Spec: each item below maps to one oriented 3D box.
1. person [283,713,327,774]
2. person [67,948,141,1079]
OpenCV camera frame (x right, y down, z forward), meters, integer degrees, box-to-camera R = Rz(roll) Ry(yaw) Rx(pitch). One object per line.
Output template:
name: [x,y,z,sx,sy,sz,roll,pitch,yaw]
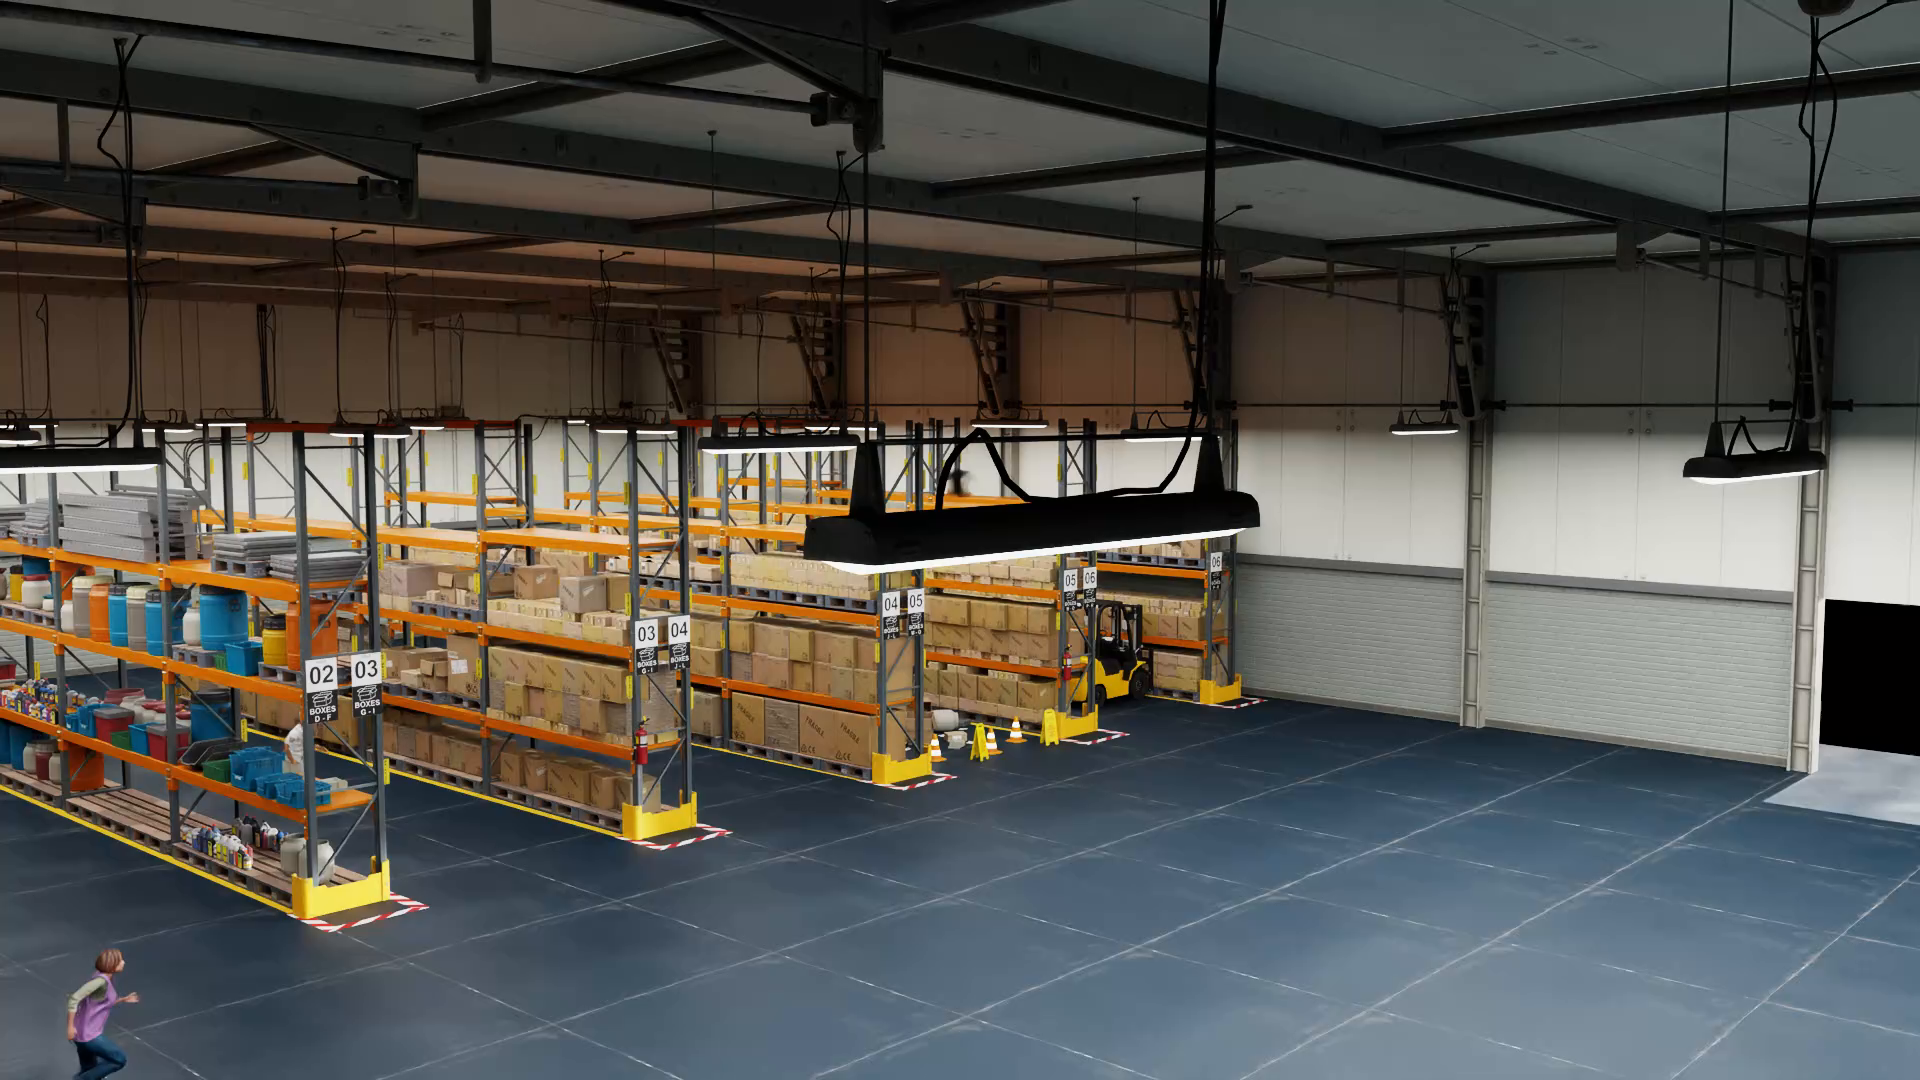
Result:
person: [-10.271,3.447,25.937,0.770,1.602,0.654,-1,5,-7]
person: [-7.594,4.371,14.641,0.711,1.524,0.541,-2,5,-26]
